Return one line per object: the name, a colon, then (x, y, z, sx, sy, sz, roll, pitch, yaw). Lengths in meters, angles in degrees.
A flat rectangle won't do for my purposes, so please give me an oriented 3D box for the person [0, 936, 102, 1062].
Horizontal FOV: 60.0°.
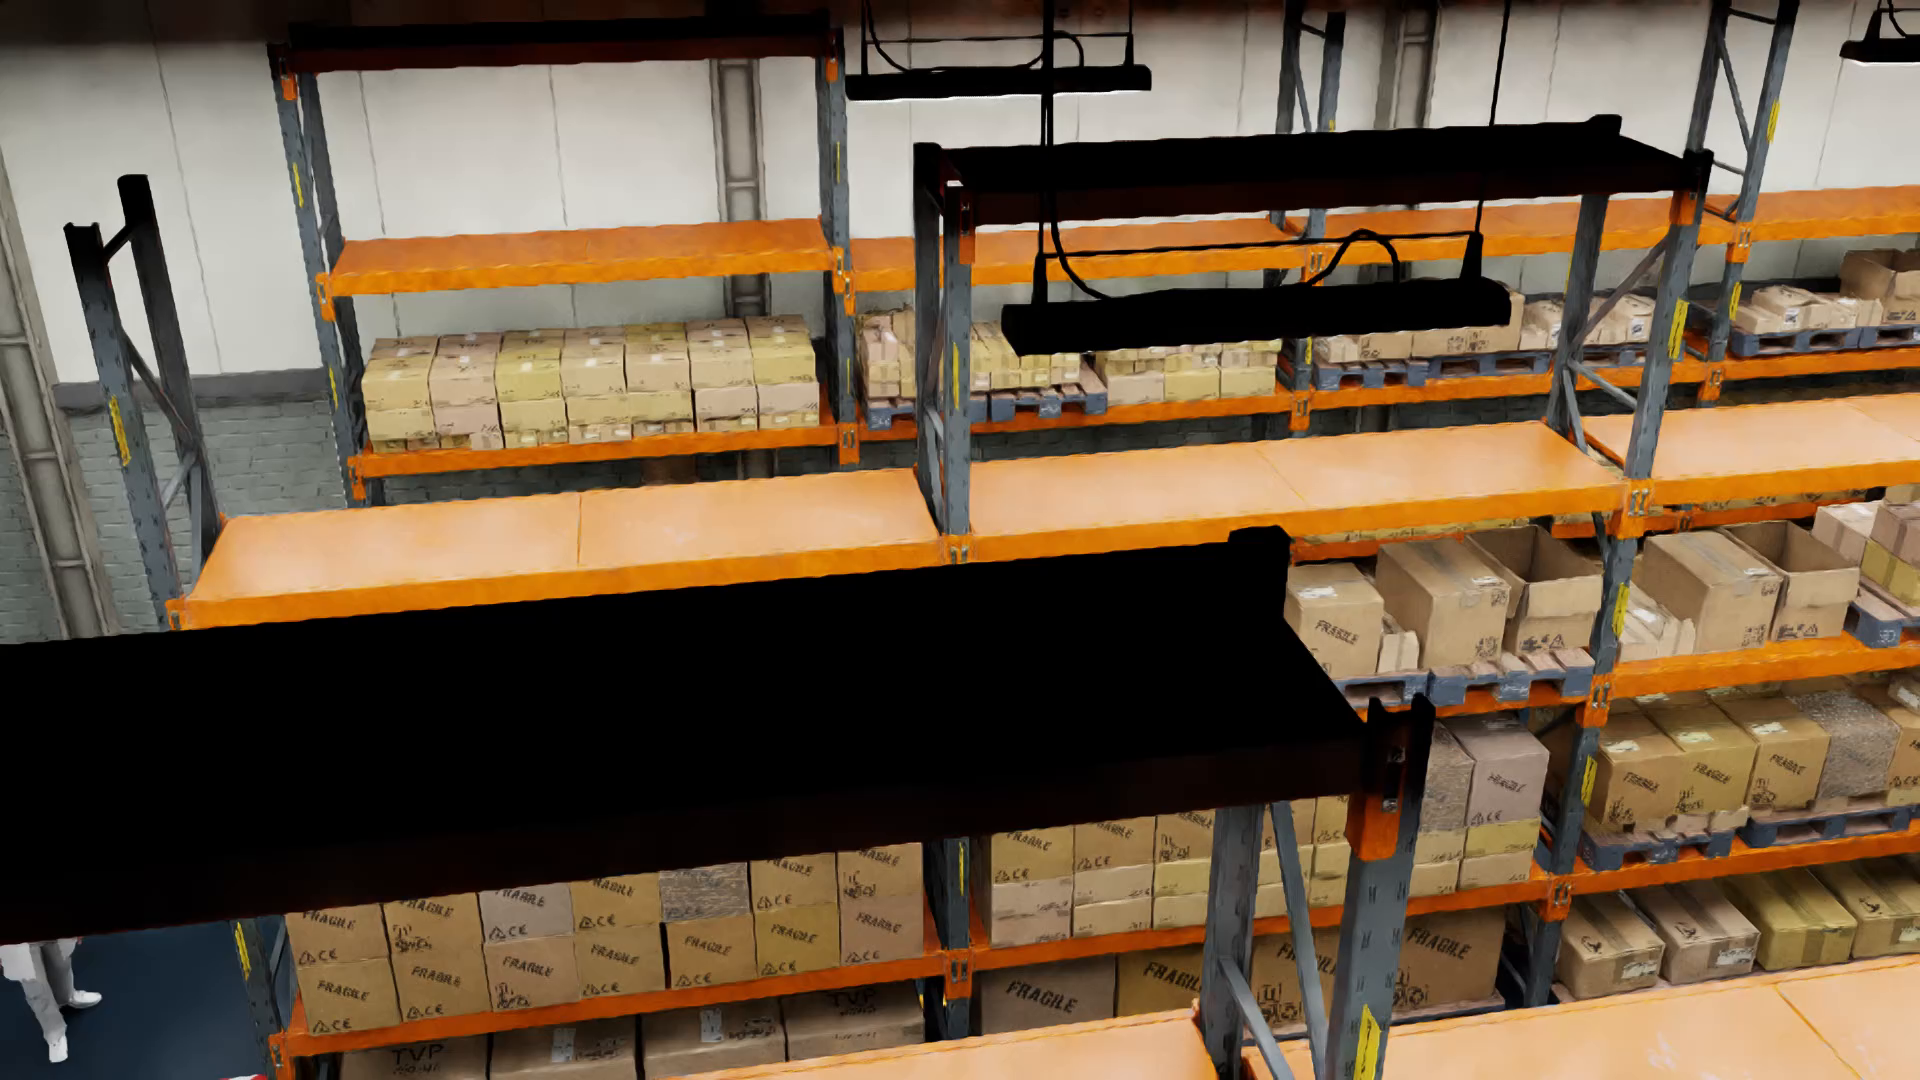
person: (-6.121, 2.567, 10.969, 0.616, 1.770, 0.674, -23, 34, -39)
